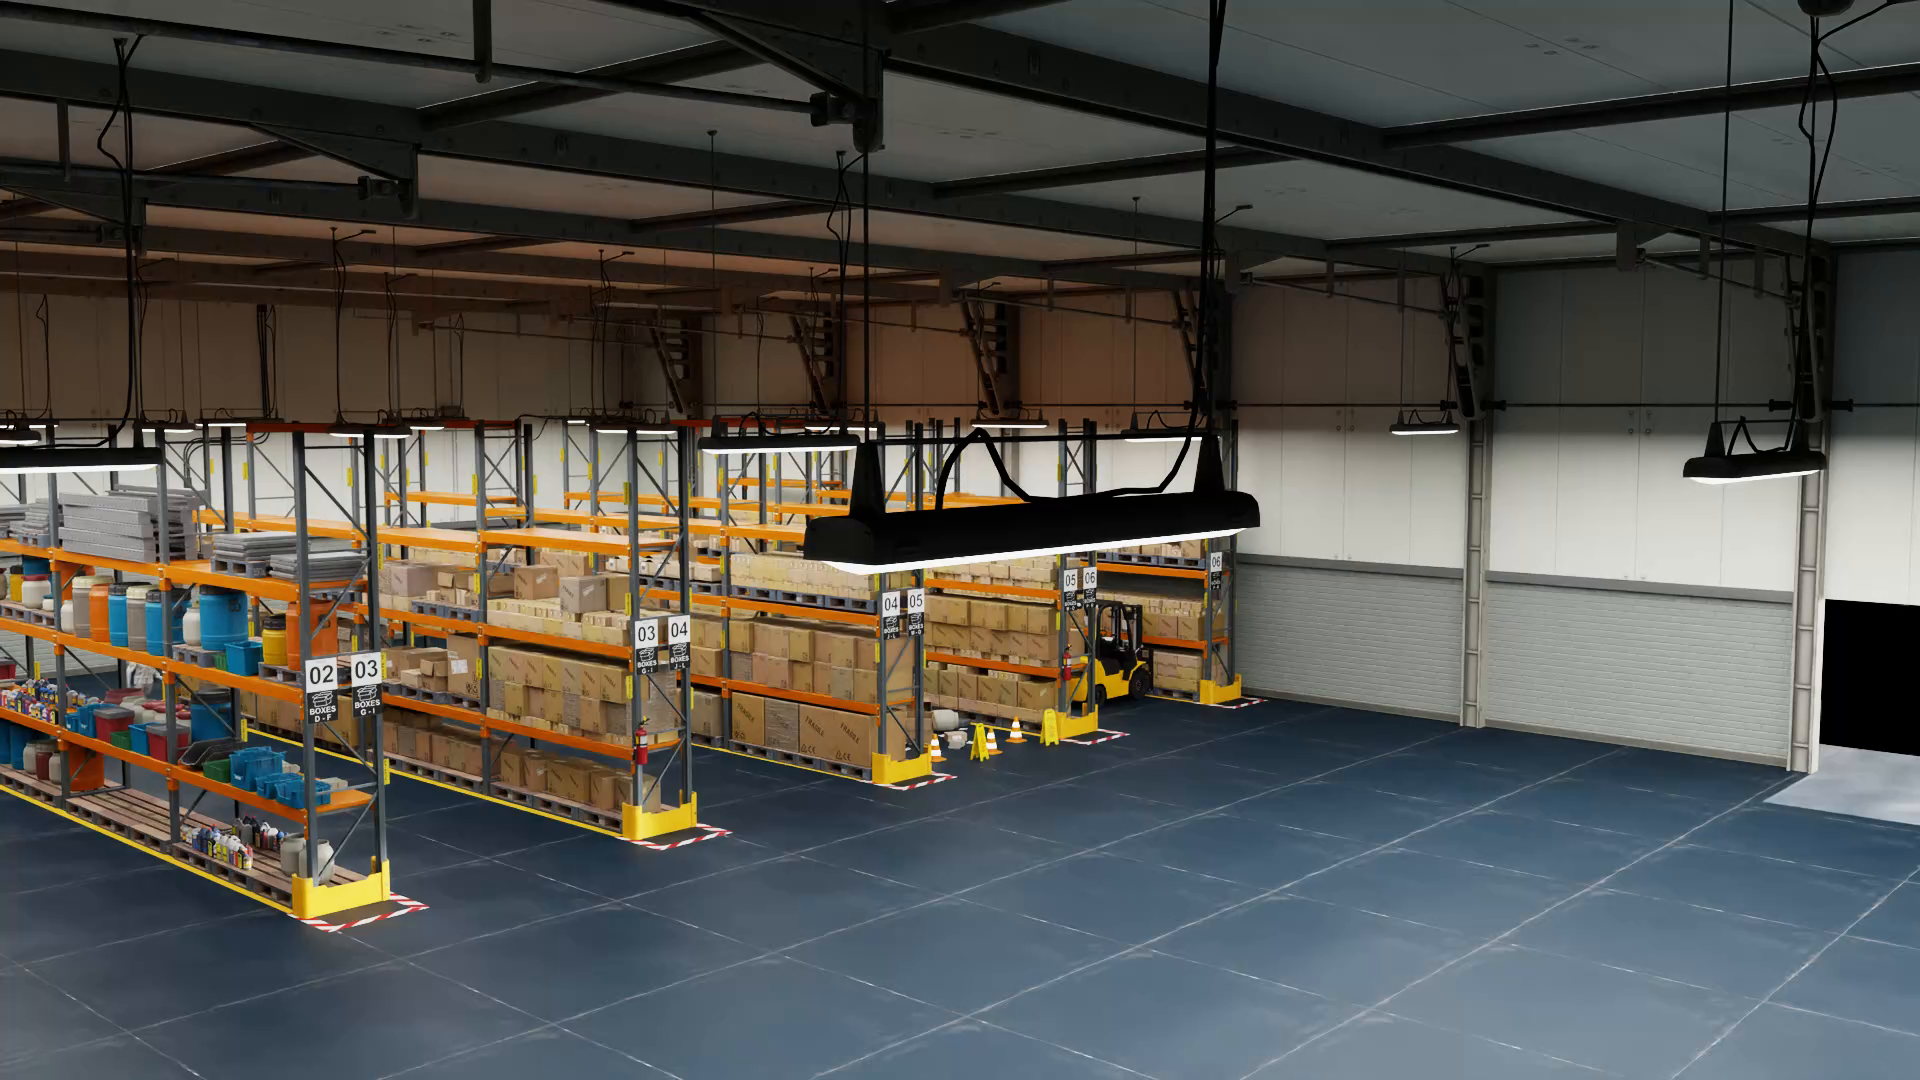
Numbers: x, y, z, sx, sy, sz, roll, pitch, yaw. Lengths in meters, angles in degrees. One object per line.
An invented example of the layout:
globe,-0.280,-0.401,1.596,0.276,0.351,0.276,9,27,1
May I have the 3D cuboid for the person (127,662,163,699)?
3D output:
person,-16.056,2.849,32.741,0.682,1.662,0.958,-5,6,-44
